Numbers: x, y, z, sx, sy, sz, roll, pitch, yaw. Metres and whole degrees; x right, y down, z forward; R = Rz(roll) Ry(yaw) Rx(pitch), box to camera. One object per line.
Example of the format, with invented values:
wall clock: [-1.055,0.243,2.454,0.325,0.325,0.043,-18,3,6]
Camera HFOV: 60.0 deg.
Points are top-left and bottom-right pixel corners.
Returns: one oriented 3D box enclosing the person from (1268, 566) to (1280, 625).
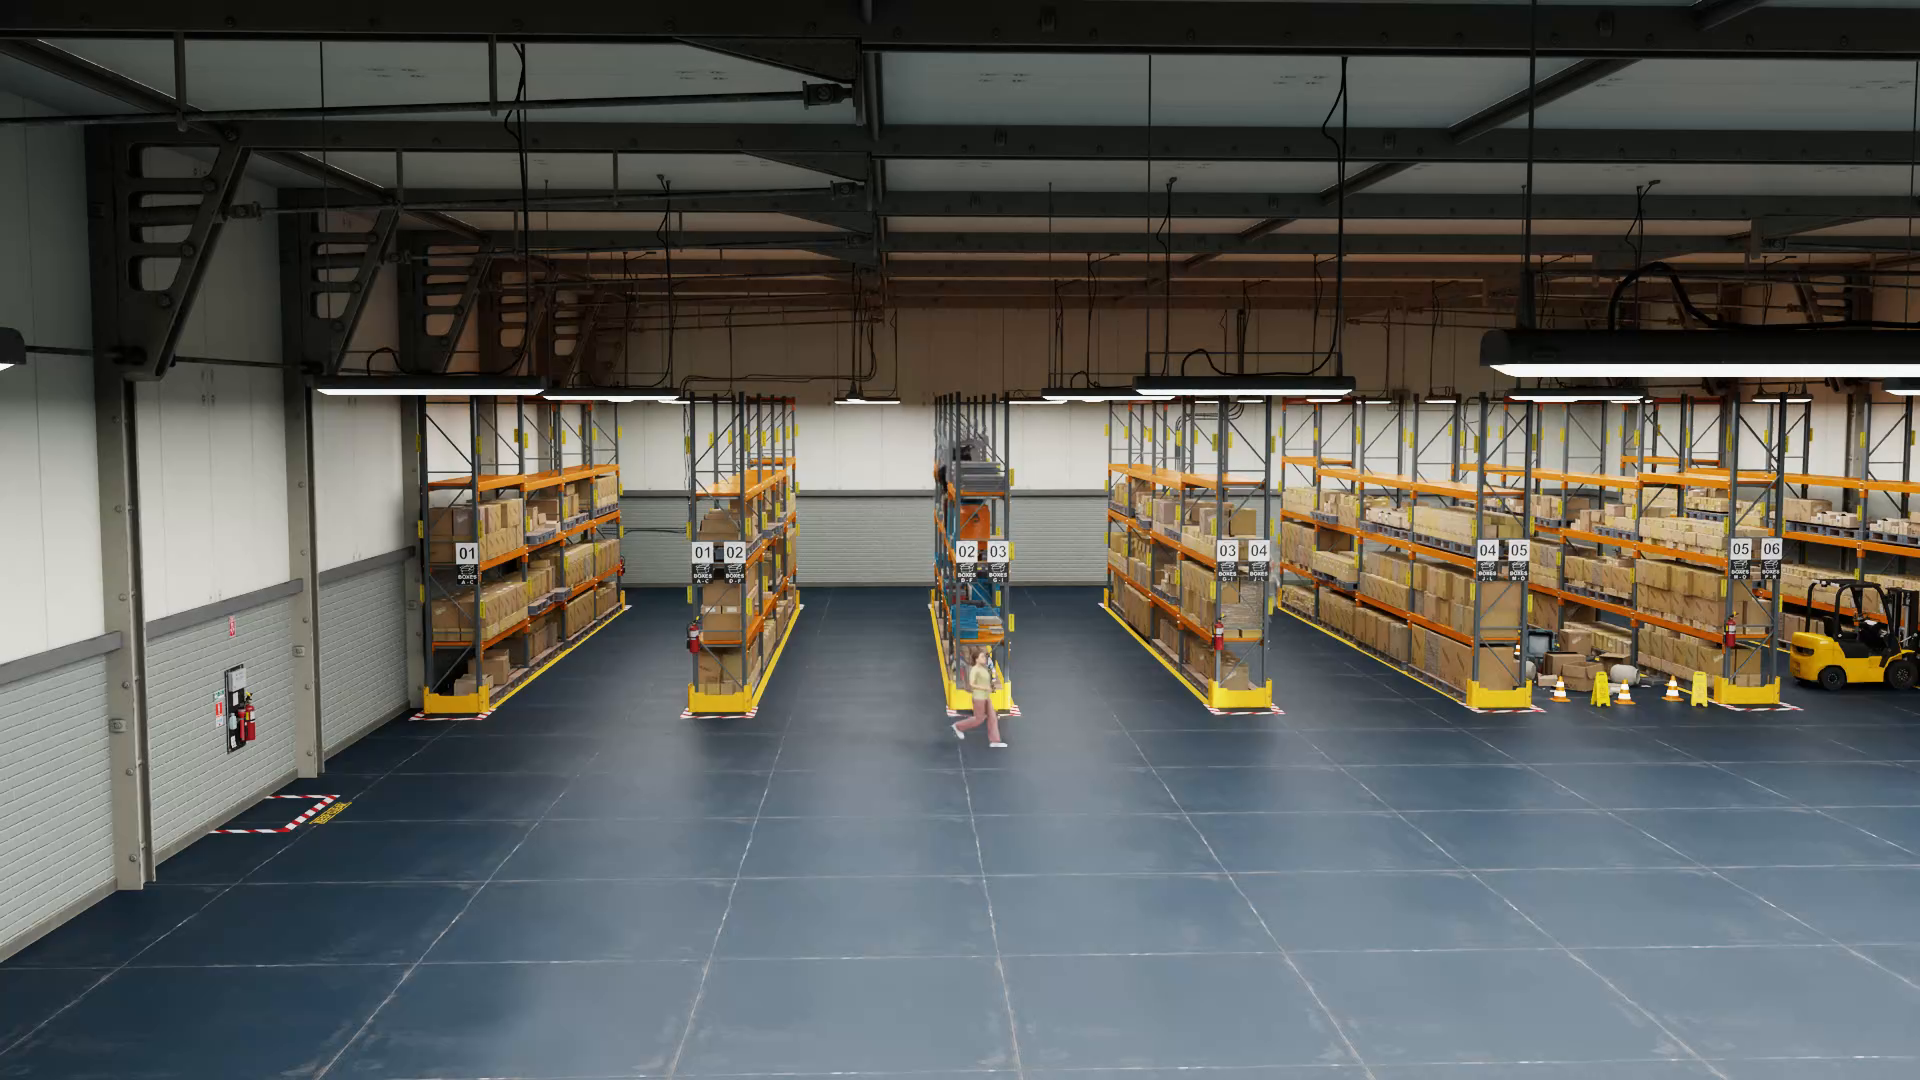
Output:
person: [8.118,1.457,43.570,0.552,1.536,0.618,0,5,4]

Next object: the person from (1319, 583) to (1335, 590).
person: [10.780,1.025,48.898,0.737,1.592,0.624,-4,6,-43]

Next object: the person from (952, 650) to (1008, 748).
person: [0.349,2.660,27.921,0.970,1.633,0.592,2,5,23]

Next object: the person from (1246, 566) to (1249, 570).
person: [8.025,1.269,45.614,0.595,1.637,0.634,0,5,3]

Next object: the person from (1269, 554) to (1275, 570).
person: [8.886,0.968,48.471,0.777,1.746,0.725,-3,5,-31]
